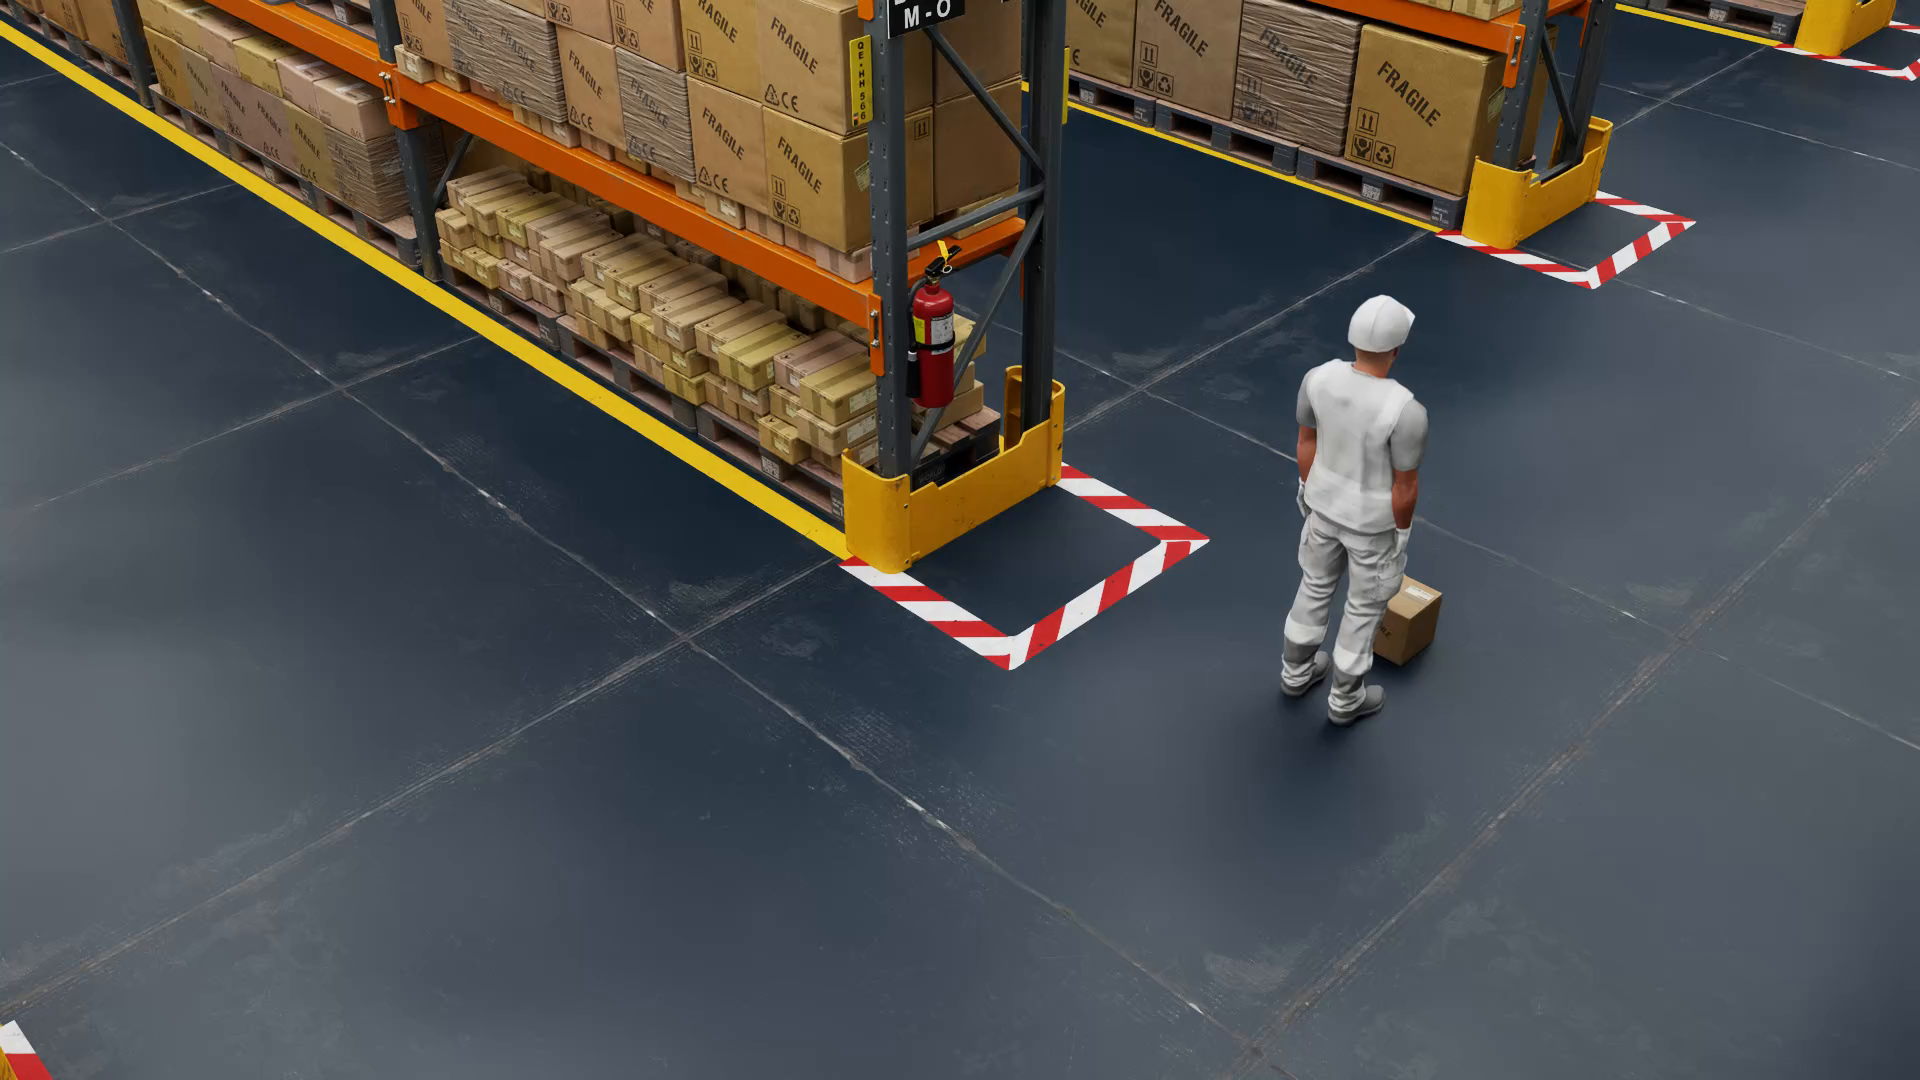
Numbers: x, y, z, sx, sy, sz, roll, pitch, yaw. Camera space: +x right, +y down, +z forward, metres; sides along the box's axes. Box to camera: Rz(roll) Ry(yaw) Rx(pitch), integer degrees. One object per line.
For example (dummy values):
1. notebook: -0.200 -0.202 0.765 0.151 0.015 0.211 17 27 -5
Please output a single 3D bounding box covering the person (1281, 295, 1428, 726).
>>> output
1. person: 1.485 -0.108 6.284 0.335 1.794 0.524 -29 44 -35
